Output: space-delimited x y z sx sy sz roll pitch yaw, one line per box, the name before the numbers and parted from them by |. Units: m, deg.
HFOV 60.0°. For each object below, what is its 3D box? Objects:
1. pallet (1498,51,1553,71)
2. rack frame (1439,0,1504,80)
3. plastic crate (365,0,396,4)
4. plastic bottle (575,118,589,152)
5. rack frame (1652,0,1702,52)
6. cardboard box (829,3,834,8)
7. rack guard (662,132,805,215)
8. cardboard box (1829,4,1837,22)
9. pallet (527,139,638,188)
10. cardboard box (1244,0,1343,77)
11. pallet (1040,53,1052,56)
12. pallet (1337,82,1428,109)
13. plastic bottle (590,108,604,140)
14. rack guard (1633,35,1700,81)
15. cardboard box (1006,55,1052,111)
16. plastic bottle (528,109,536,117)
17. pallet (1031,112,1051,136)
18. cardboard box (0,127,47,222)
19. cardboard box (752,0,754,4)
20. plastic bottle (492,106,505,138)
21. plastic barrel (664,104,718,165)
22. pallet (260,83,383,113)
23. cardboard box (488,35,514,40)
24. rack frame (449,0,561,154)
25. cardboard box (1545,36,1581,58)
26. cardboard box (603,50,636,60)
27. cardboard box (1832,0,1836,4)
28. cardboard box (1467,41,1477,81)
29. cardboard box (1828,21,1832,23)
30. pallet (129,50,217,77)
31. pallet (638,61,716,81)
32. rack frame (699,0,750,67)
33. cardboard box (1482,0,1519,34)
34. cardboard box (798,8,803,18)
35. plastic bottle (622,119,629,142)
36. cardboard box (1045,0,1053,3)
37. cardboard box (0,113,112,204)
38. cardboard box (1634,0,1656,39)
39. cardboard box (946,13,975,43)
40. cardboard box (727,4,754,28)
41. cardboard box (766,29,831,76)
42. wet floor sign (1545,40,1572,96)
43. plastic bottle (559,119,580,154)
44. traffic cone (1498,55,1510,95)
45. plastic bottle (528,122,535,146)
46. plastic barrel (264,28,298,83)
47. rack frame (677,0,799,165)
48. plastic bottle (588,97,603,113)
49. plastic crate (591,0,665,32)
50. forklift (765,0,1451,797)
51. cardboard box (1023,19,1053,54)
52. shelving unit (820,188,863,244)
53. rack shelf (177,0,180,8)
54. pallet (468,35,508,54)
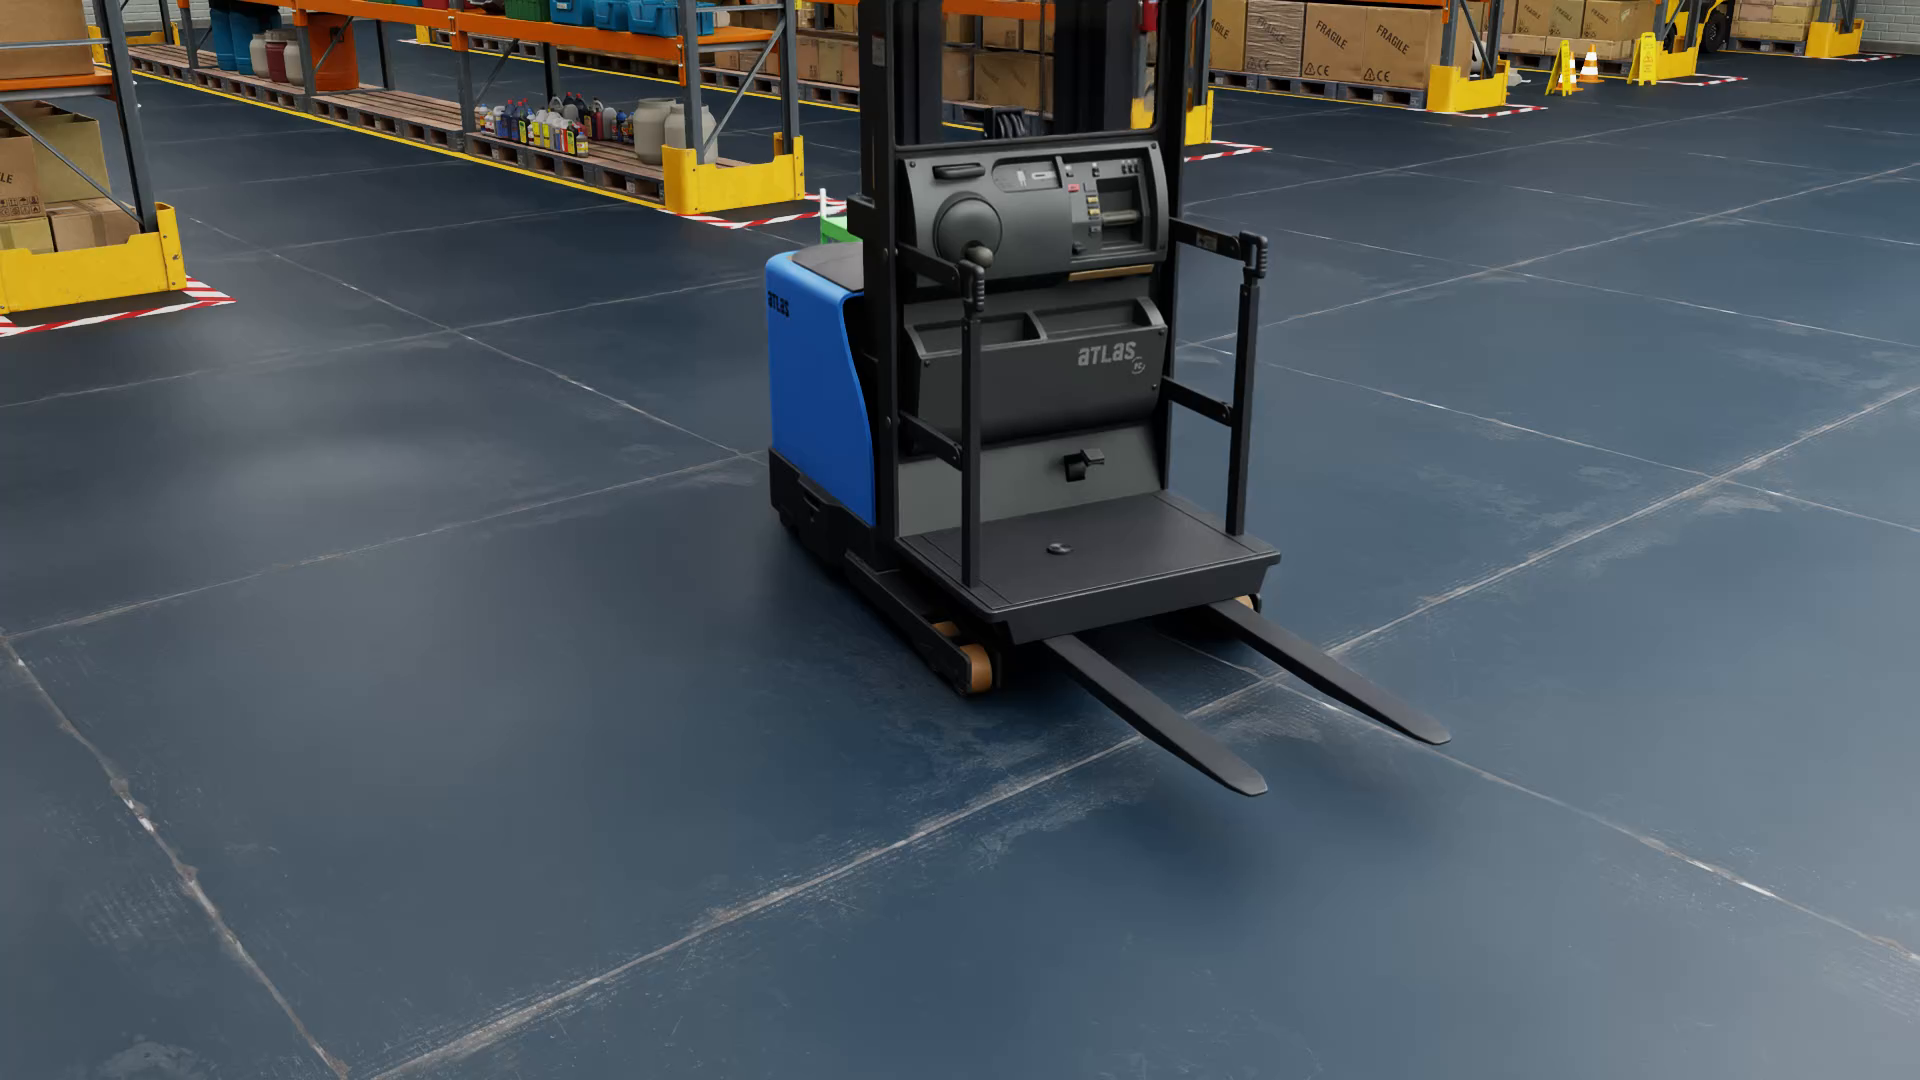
pallet | 8.200 -6.926 23.879 1.003 0.211 1.213 -17 27 -37
rack frame | 5.861 -6.428 18.782 1.000 3.000 0.127 -17 27 -37
plastic crate | -5.677 -5.516 16.745 0.450 0.188 0.662 -17 27 -37
plastic bottle | -3.309 -3.541 14.532 0.061 0.283 0.133 -17 27 -37
rack frame | 9.545 -7.634 21.862 1.000 3.000 0.127 -17 27 -37
cardboard box | -2.040 -9.033 27.950 0.380 0.149 0.250 -16 27 -35
rack guard | -1.800 -2.942 13.309 1.175 0.500 0.348 -17 27 -37
cardboard box | 13.153 -8.144 25.673 0.500 0.250 0.500 -17 27 -36
pallet | -3.119 -3.370 14.798 1.003 0.211 1.213 -17 27 -37
cardboard box | 4.199 -6.301 20.795 0.875 0.875 0.875 -17 27 -37
pallet | 1.888 -6.767 23.472 1.003 0.211 1.213 -17 27 -37
pallet | 5.280 -5.332 19.807 1.003 0.211 1.213 -17 27 -37
plastic bottle | -3.328 -3.818 15.241 0.061 0.283 0.133 -17 27 -37
rack guard | 9.495 -6.491 22.371 1.175 0.500 0.348 -17 27 -37
cardboard box | 0.832 -4.818 17.523 0.500 0.500 0.500 -14 26 -33
plastic bottle | -3.927 -3.802 15.217 0.097 0.271 0.097 0 21 0
pallet | 1.484 -4.230 16.995 1.003 0.211 1.213 -17 27 -37
cardboard box | -6.045 -2.259 10.306 0.500 0.500 0.500 -17 27 -37
cardboard box | -3.388 -9.362 28.792 0.380 0.149 0.250 -17 27 -37
plastic bottle | -4.218 -3.862 15.364 0.152 0.276 0.135 -16 27 -36
plastic barrel | -2.202 -3.297 13.623 0.421 0.512 0.421 0 21 0
pallet | -7.483 -5.216 19.511 1.003 0.211 1.213 -17 27 -37
cardboard box | -6.753 -8.247 25.763 0.875 0.875 0.875 -17 27 -37
rack frame | -4.326 -5.201 15.650 1.000 3.000 0.127 -17 27 -37
cardboard box | 8.481 -6.854 23.064 0.500 0.250 0.500 -17 27 -37
cardboard box | -4.195 -7.135 22.926 1.225 0.875 0.875 -17 27 -37
cardboard box | 13.132 -8.375 25.578 0.500 0.250 0.500 -18 28 -38
cardboard box | 6.480 -6.354 22.017 0.637 0.503 0.797 3 22 9
cardboard box | 13.130 -7.914 25.772 0.500 0.250 0.500 -17 27 -37
pallet | -10.858 -6.644 23.158 1.003 0.211 1.213 -17 27 -37
pallet | -3.642 -6.423 22.592 1.003 0.211 1.213 -17 27 -37
rack frame | -3.185 -7.485 21.482 1.000 3.000 0.127 -17 27 -37
cardboard box | 7.810 -7.488 23.654 0.500 0.500 0.500 -16 26 -35
cardboard box | -2.605 -8.833 27.848 0.380 0.149 0.250 -19 28 -40
plastic bottle | -3.016 -3.723 15.109 0.097 0.201 0.097 0 21 0
cardboard box | 1.047 -5.465 16.669 0.380 0.149 0.250 -17 27 -37
cardboard box | -5.979 -2.521 10.973 0.500 0.500 0.500 -17 27 -37
cardboard box | 9.212 -7.194 22.903 0.500 0.500 0.500 -19 28 -39
cardboard box | 0.011 -7.789 25.110 0.500 0.500 0.500 -18 27 -38
cardboard box | -2.725 -6.697 21.266 0.500 0.250 0.500 -16 27 -35
cardboard box | -1.985 -6.041 20.618 0.700 0.500 0.500 -15 26 -33
wet floor sign | 7.380 -5.795 20.394 0.232 0.644 0.267 17 27 36
plastic bottle | -3.390 -3.512 14.468 0.152 0.276 0.135 -17 27 -37
traffic cone | 6.590 -5.731 20.482 0.336 0.463 0.334 -17 27 -37
plastic bottle | -3.823 -3.645 14.911 0.097 0.201 0.097 0 21 0
plastic barrel | -8.006 -5.822 19.966 0.600 0.588 0.708 -17 27 -37
rack frame | -1.715 -4.096 12.828 1.000 3.000 0.127 -17 27 -37
plastic bottle | -3.351 -3.921 15.410 0.144 0.351 0.185 -18 27 -38
plastic crate | -2.688 -4.274 13.488 0.499 0.251 0.408 -17 27 -37
forklift | 0.355 -1.057 5.164 1.130 2.935 3.031 -10 24 -25
cardboard box | 1.541 -7.356 23.660 1.050 0.750 0.750 -17 27 -37
shelving unit | -0.366 -0.843 6.991 0.258 1.200 0.503 -10 24 -25
rack shelf | -10.853 -7.629 22.835 1.077 0.370 4.000 -17 27 -37
pallet | -7.033 -7.858 26.257 1.003 0.211 1.213 -17 27 -37
